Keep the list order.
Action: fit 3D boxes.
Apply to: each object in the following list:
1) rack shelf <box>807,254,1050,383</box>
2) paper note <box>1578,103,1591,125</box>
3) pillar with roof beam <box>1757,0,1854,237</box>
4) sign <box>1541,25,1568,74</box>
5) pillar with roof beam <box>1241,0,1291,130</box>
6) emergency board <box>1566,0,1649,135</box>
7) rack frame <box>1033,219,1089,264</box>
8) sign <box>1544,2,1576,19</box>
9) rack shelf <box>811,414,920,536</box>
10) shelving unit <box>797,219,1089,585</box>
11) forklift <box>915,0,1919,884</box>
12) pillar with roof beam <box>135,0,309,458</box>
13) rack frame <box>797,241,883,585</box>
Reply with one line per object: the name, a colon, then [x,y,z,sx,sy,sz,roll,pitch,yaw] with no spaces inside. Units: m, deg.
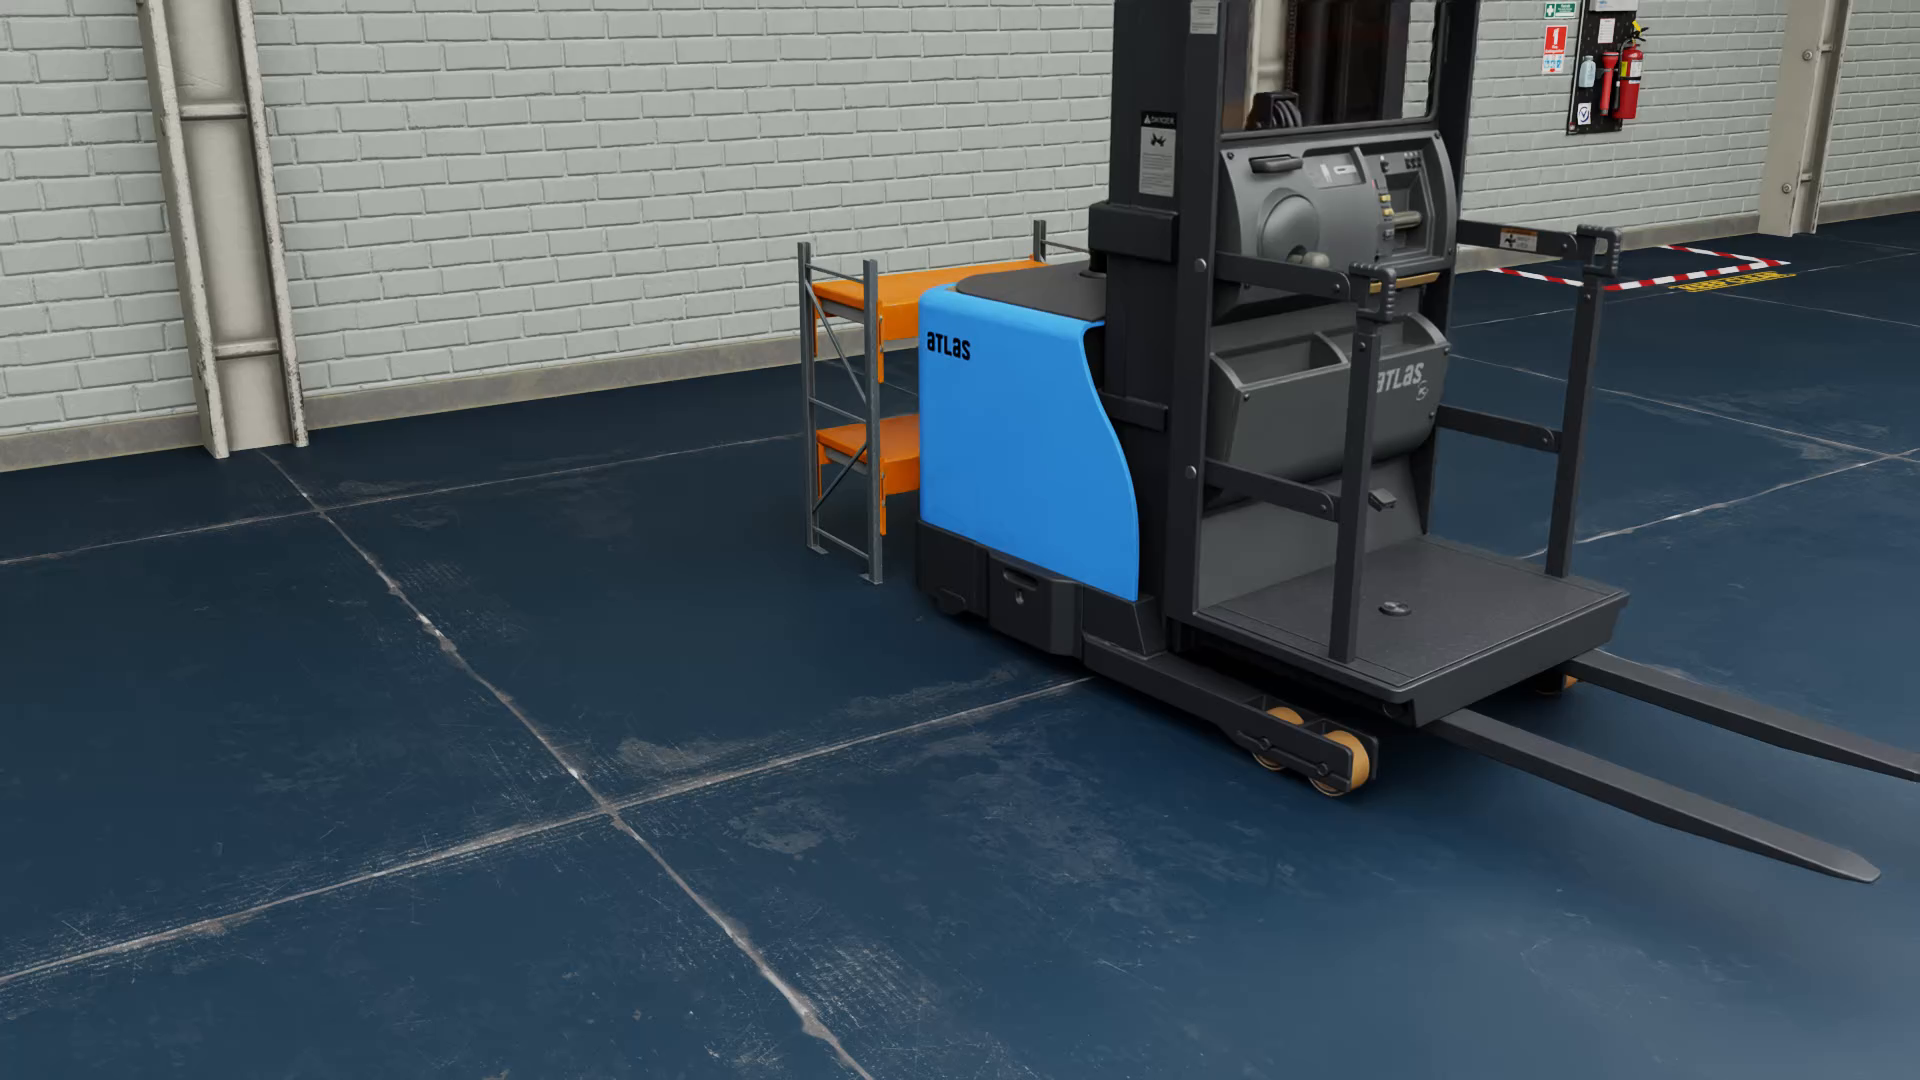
rack shelf: [0.006,-0.811,5.974,1.000,0.278,0.538,-12,22,-31]
paper note: [4.563,-3.113,12.145,0.142,0.148,0.016,-12,22,-31]
pillar with roof beam: [9.201,-5.659,8.932,0.400,9.000,9.100,-12,22,-31]
sign: [4.230,-3.490,11.829,0.234,0.329,0.001,-12,22,-31]
pillar with roof beam: [4.190,-4.602,5.806,0.400,9.000,9.100,-12,22,-31]
emergency board: [4.749,-3.543,12.042,0.643,1.169,0.194,-12,22,-31]
rack frame: [0.430,-0.624,6.333,0.032,1.125,0.500,-12,22,-31]
sign: [4.239,-3.740,11.740,0.331,0.109,0.001,-12,22,-31]
rack shelf: [0.006,-0.302,6.146,1.000,0.278,0.538,-12,22,-31]
shelving unit: [0.006,-0.534,6.068,1.048,1.125,0.538,-12,22,-31]
forklift: [1.178,-0.909,4.356,1.130,2.935,3.031,-15,24,-37]
pillar with roof beam: [-0.821,-3.545,2.680,0.400,9.000,9.100,-12,22,-31]
rack frame: [-0.419,-0.445,5.803,0.032,1.125,0.500,-12,22,-31]
